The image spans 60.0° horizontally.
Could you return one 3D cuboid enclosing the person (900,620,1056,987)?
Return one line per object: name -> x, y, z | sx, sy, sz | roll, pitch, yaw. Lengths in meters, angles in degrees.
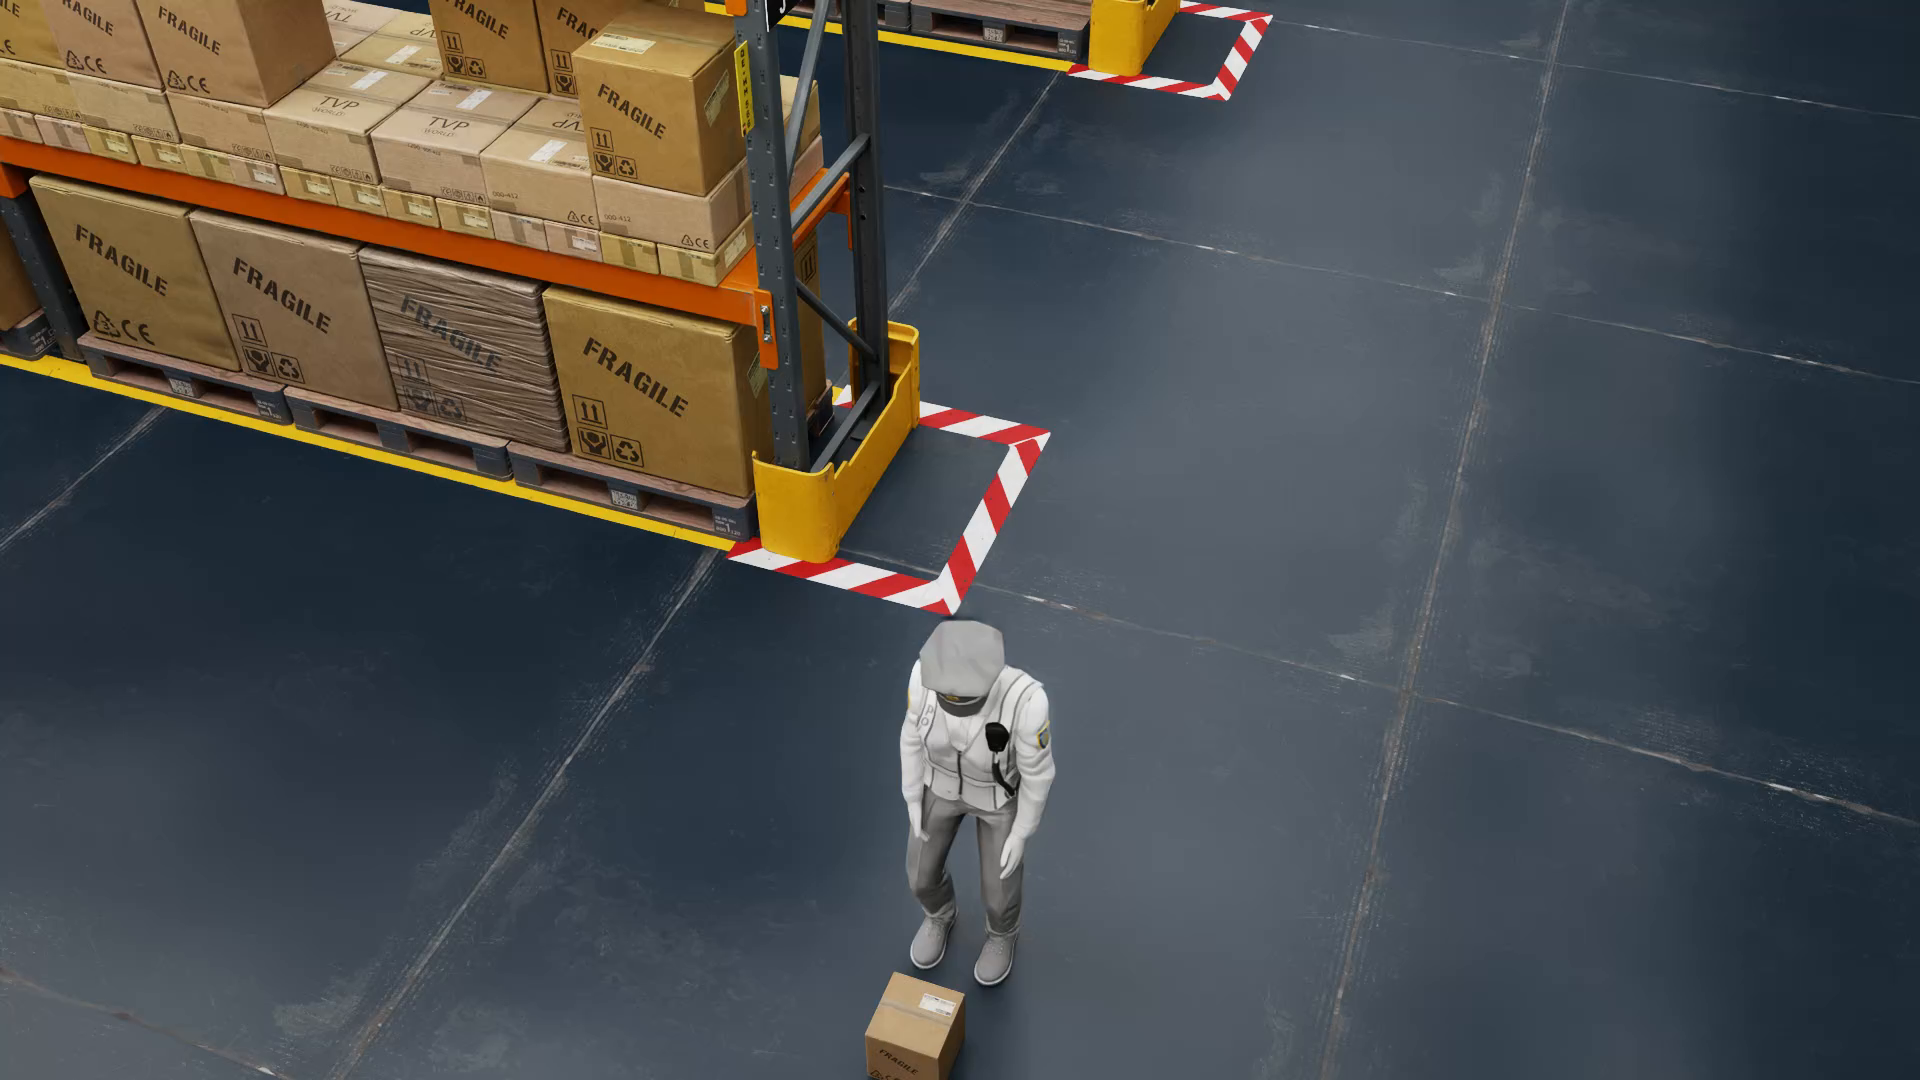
person -> 0.047, 0.836, 5.272 | 0.504, 1.613, 0.465 | 15, 44, 16
